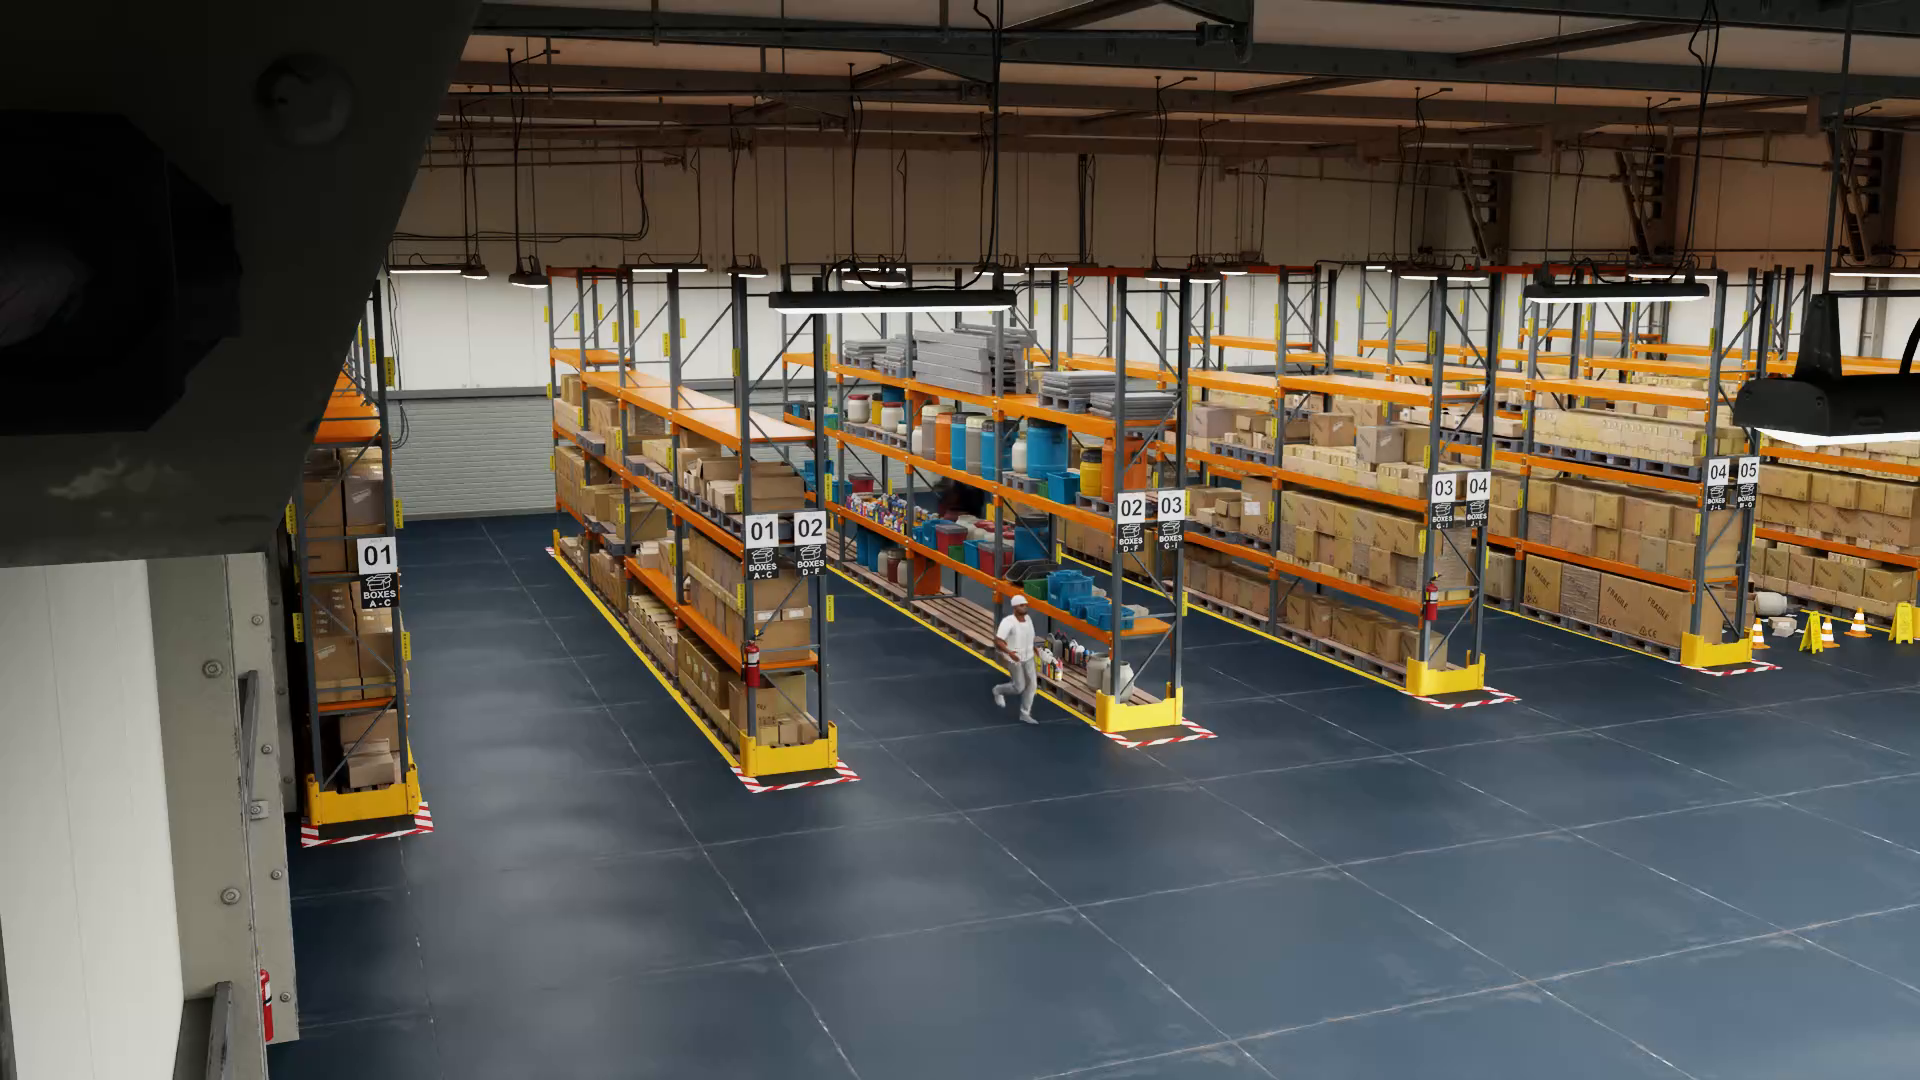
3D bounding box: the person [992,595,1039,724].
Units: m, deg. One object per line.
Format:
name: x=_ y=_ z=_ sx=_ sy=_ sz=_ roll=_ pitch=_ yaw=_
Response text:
person: x=0.775 y=1.597 z=22.568 sx=0.698 sy=1.743 sz=0.778 roll=-9 pitch=13 yaw=-40
